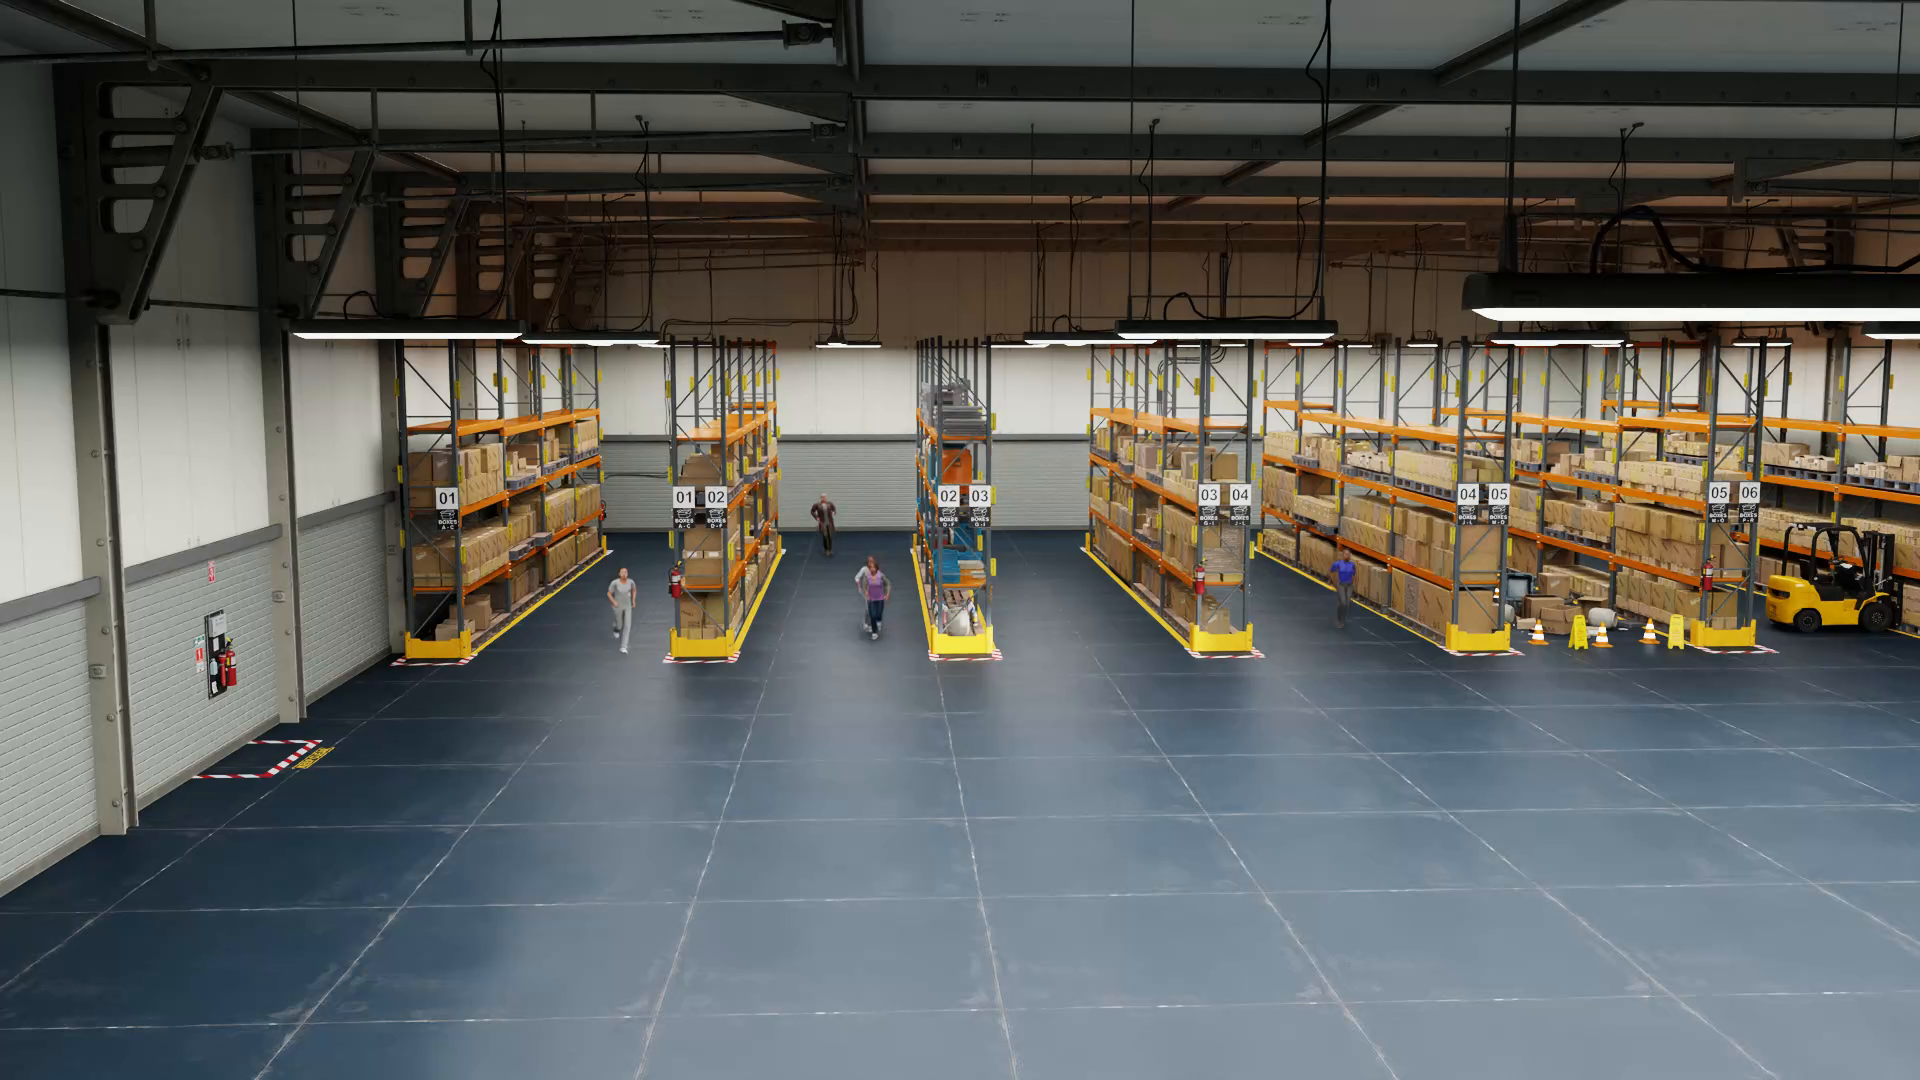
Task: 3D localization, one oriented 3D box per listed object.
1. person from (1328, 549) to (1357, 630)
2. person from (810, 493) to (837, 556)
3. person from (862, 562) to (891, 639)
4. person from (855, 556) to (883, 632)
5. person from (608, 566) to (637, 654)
[{"bbox_3d":[7.935,1.022,34.310,0.549,1.672,0.686,-1,7,-11],"label":"person"},{"bbox_3d":[-3.774,-0.415,46.502,0.709,1.788,0.746,-2,7,-20],"label":"person"},{"bbox_3d":[-1.669,1.208,33.091,0.560,1.552,0.607,1,7,5],"label":"person"},{"bbox_3d":[-1.814,1.097,33.751,0.511,1.562,0.633,-2,7,-19],"label":"person"},{"bbox_3d":[-6.448,1.319,31.829,0.569,1.624,0.925,-3,7,-24],"label":"person"}]
